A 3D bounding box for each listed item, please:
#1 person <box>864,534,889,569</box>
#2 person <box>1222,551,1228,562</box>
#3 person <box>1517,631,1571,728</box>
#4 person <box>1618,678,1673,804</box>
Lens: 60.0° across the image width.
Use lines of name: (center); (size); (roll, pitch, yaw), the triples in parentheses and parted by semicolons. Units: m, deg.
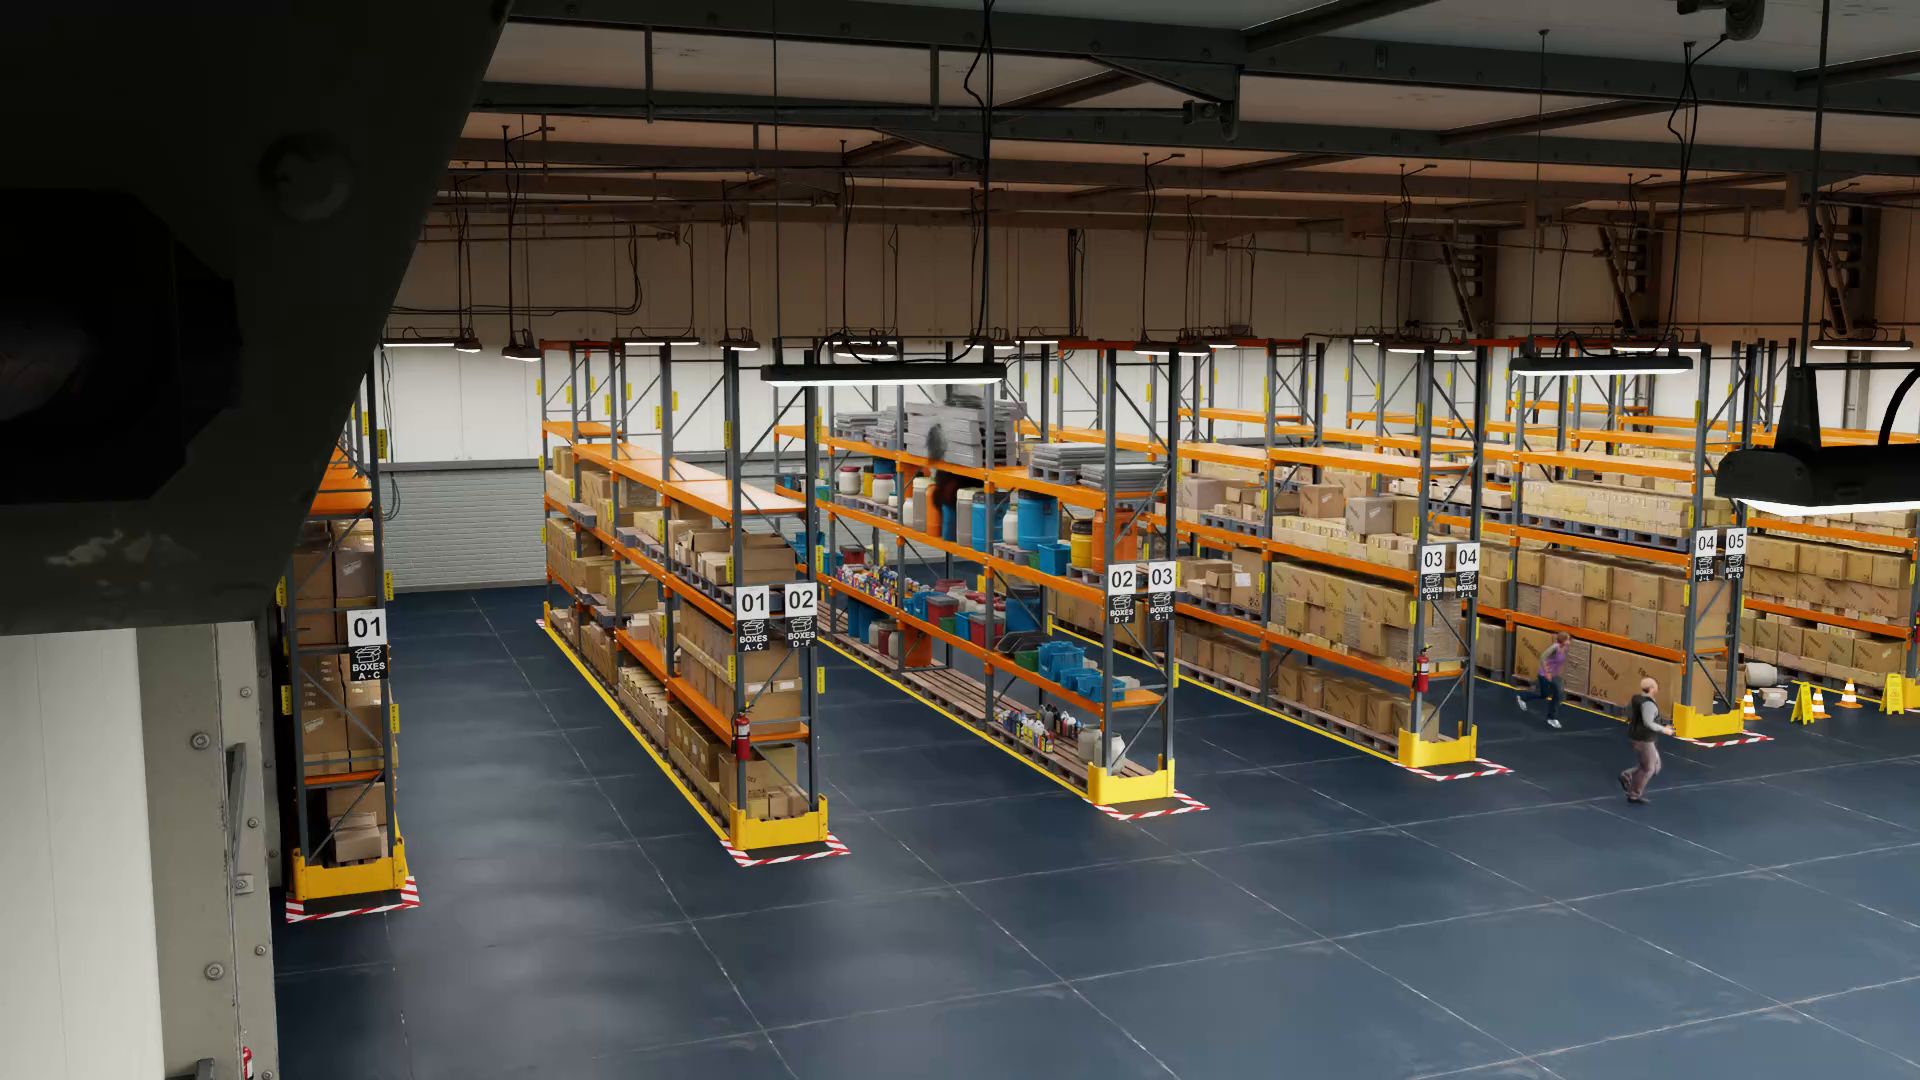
person: (-1.848, 0.660, 37.248); (0.931, 1.662, 0.608); (7, 10, 44)
person: (7.137, -0.170, 43.481); (0.636, 1.800, 0.801); (7, 10, 44)
person: (9.280, 2.166, 26.434); (0.549, 1.548, 0.864); (-7, 10, -42)
person: (9.060, 2.654, 21.940); (0.606, 1.689, 0.648); (1, 8, 9)
